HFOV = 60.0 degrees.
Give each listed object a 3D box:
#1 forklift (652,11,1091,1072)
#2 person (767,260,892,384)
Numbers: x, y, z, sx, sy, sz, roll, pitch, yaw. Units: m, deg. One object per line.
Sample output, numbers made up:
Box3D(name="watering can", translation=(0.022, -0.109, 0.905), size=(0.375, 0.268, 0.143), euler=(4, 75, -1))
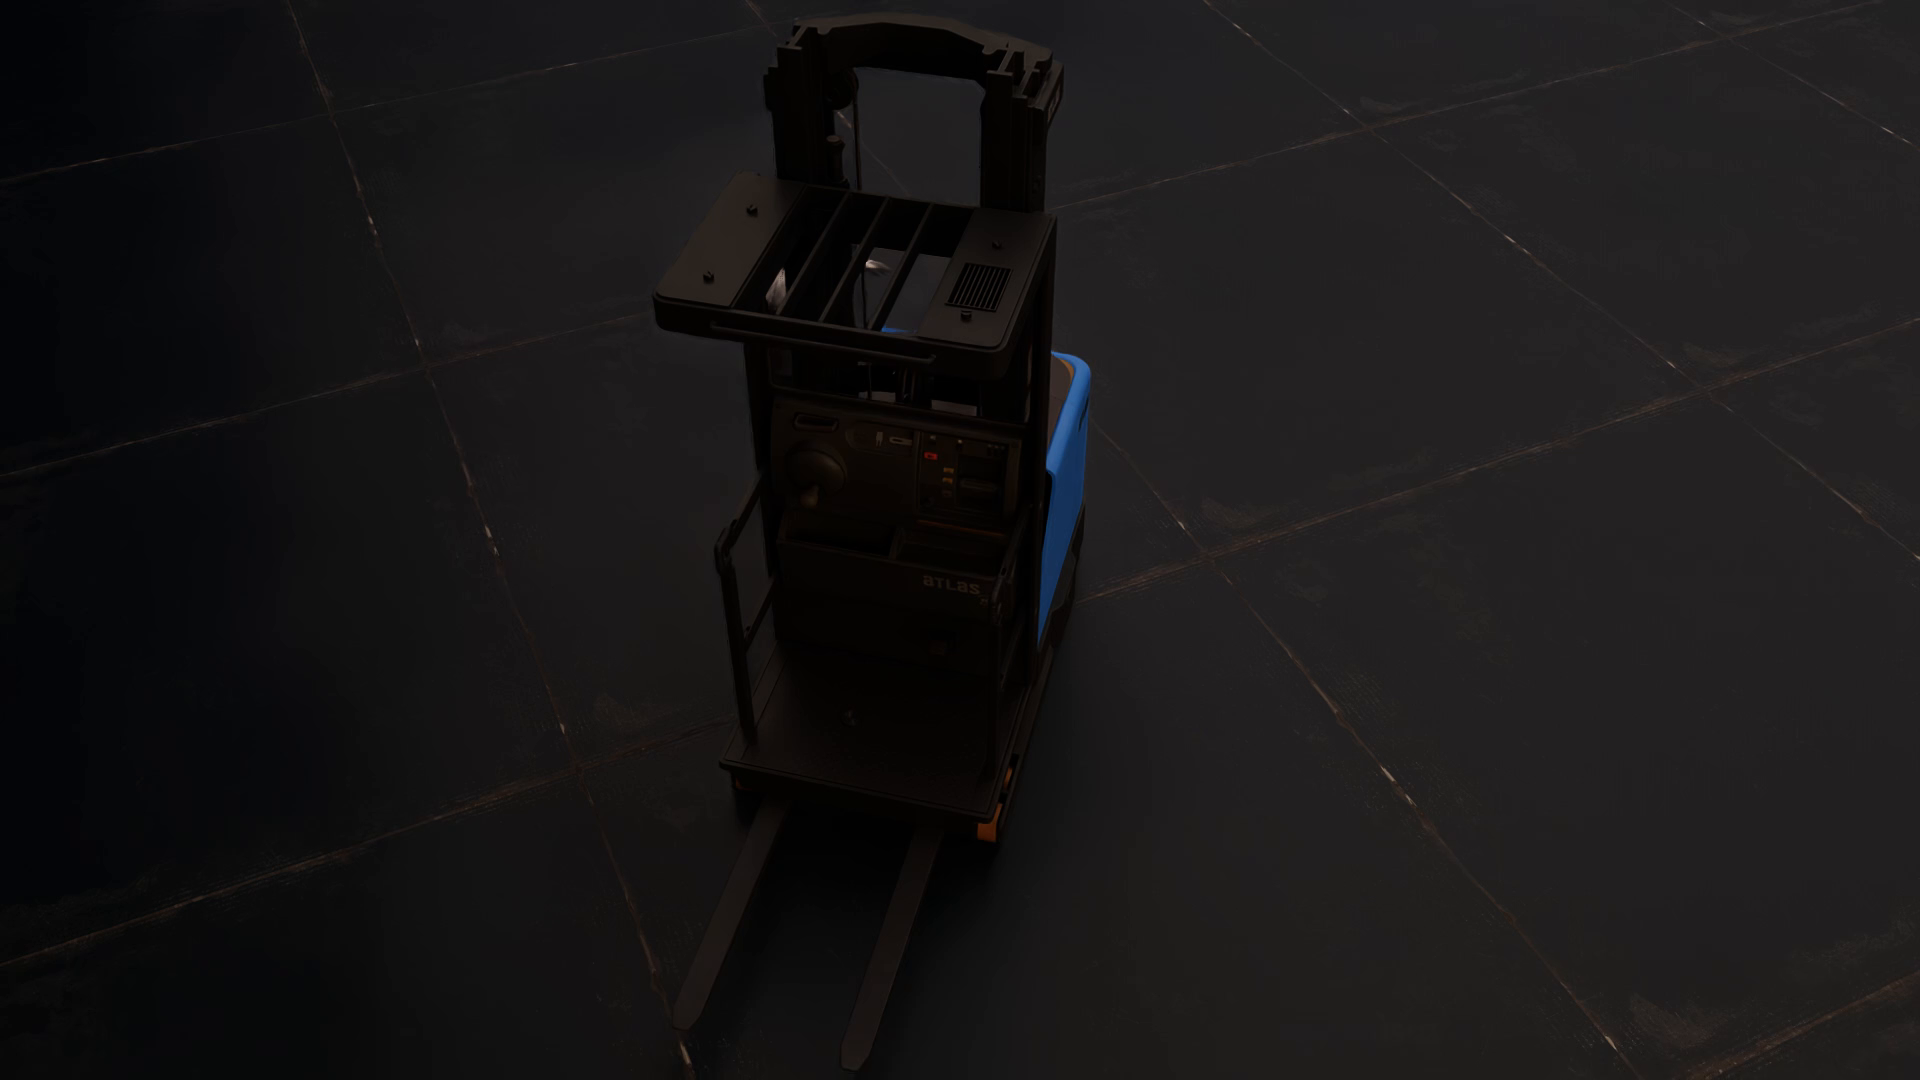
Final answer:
Box3D(name="forklift", translation=(-0.290, -0.178, 5.871), size=(1.130, 2.935, 3.031), euler=(10, 44, 11))
Box3D(name="person", translation=(-0.497, -0.888, 7.666), size=(0.885, 1.540, 0.922), euler=(-15, 45, -15))
